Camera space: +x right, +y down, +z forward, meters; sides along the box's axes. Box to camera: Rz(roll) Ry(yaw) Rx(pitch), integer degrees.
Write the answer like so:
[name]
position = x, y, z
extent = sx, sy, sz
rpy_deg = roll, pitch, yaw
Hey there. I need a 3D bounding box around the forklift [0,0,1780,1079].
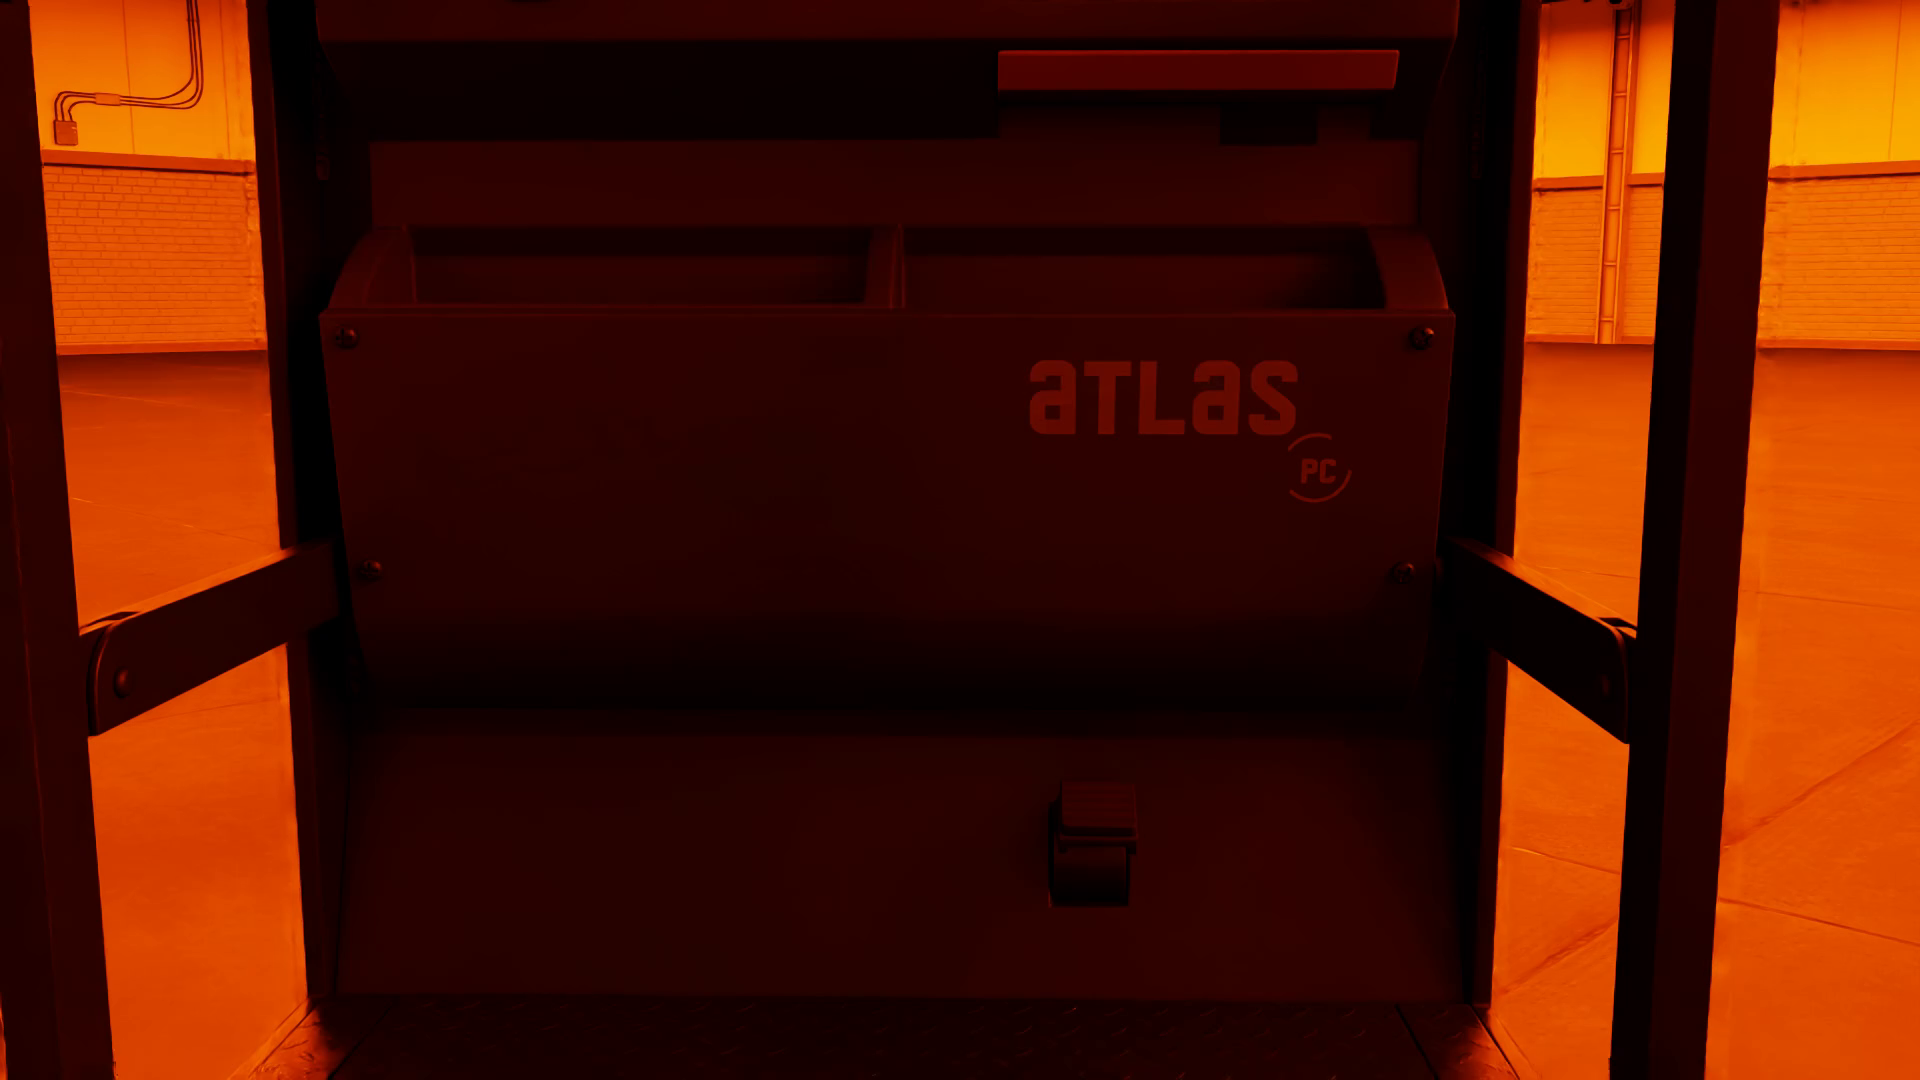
[forklift]
position = -0.063, -0.644, 1.151
extent = 1.130, 2.935, 3.031
rpy_deg = 0, 9, 1
